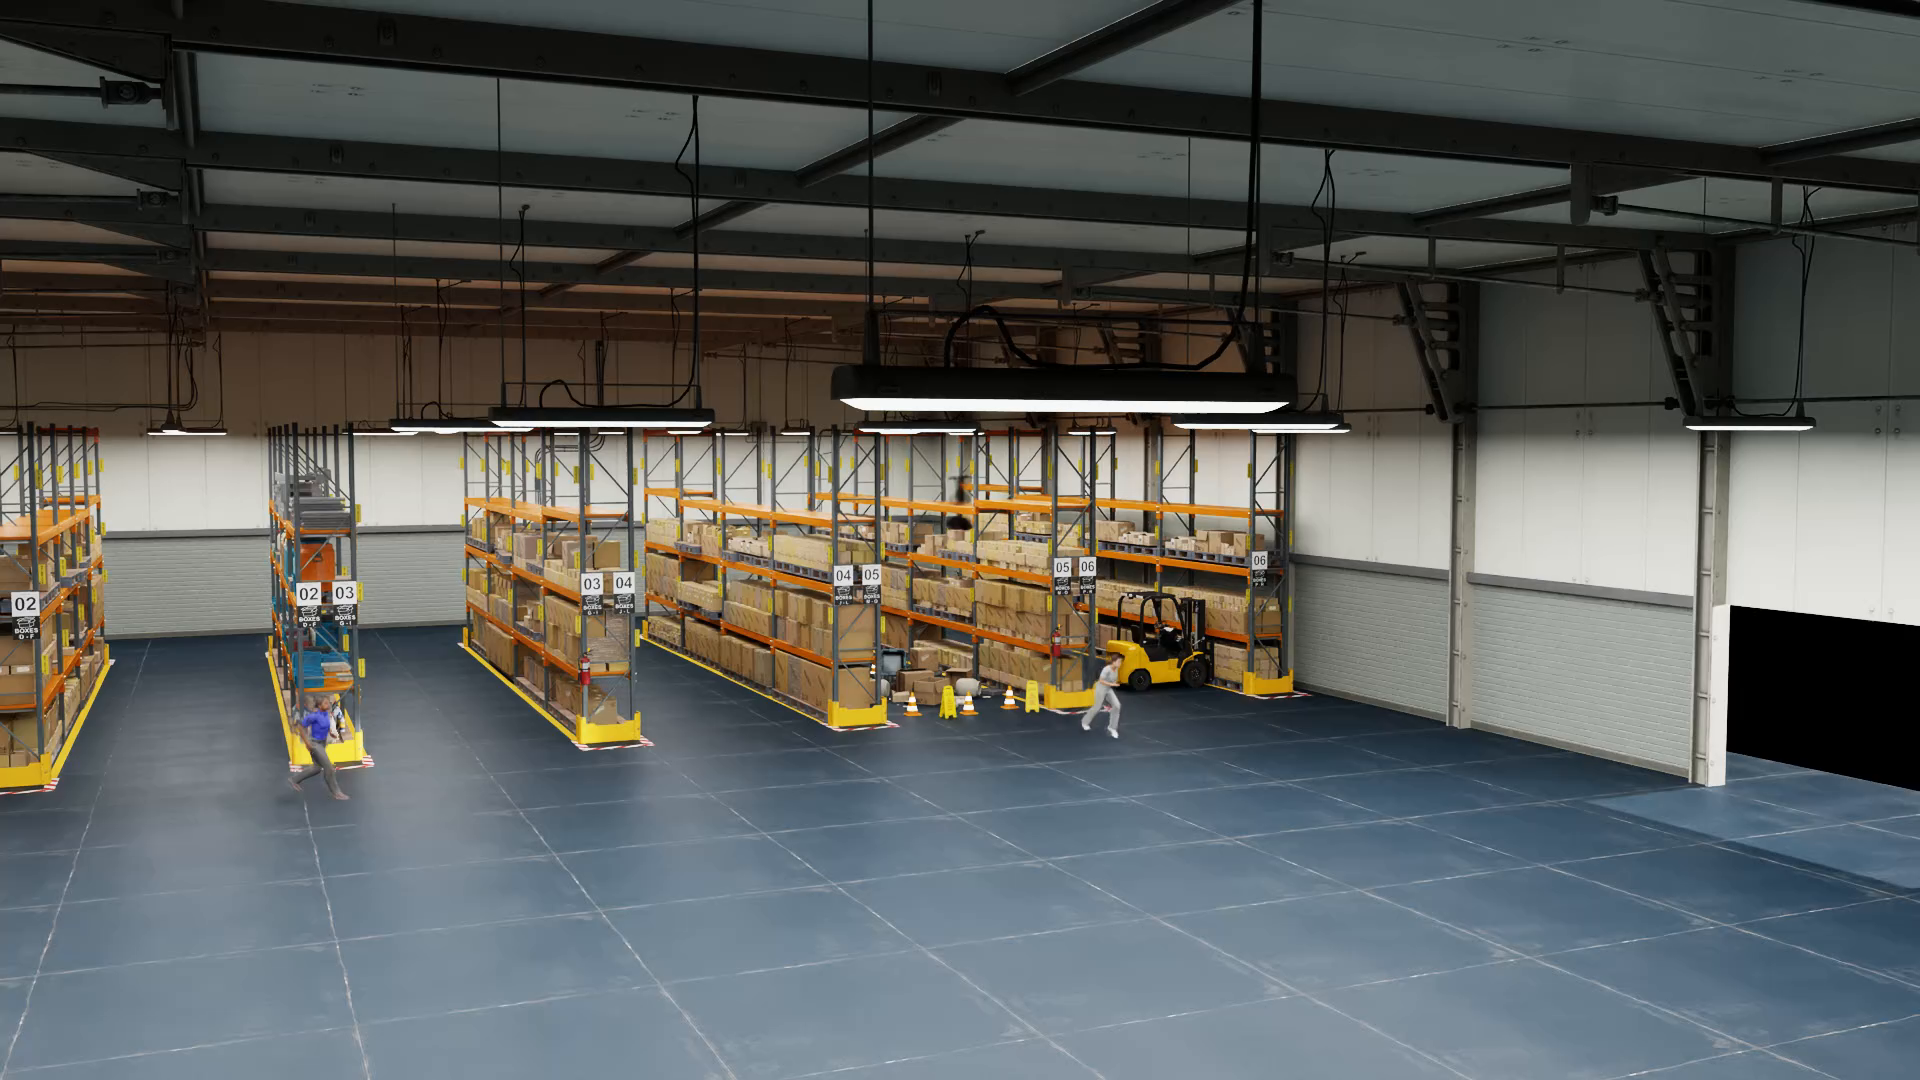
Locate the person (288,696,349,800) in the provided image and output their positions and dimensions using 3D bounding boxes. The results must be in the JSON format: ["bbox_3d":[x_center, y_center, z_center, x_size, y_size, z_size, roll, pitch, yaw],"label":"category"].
[{"bbox_3d":[-10.191,3.295,26.332,0.975,1.656,0.600,0,3,4],"label":"person"}]

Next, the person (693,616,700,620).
[{"bbox_3d":[-7.534,1.877,48.823,0.775,1.756,0.717,3,4,37],"label":"person"}]

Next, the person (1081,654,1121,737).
[{"bbox_3d":[2.745,2.990,32.184,0.955,1.624,0.605,3,5,41],"label":"person"}]
